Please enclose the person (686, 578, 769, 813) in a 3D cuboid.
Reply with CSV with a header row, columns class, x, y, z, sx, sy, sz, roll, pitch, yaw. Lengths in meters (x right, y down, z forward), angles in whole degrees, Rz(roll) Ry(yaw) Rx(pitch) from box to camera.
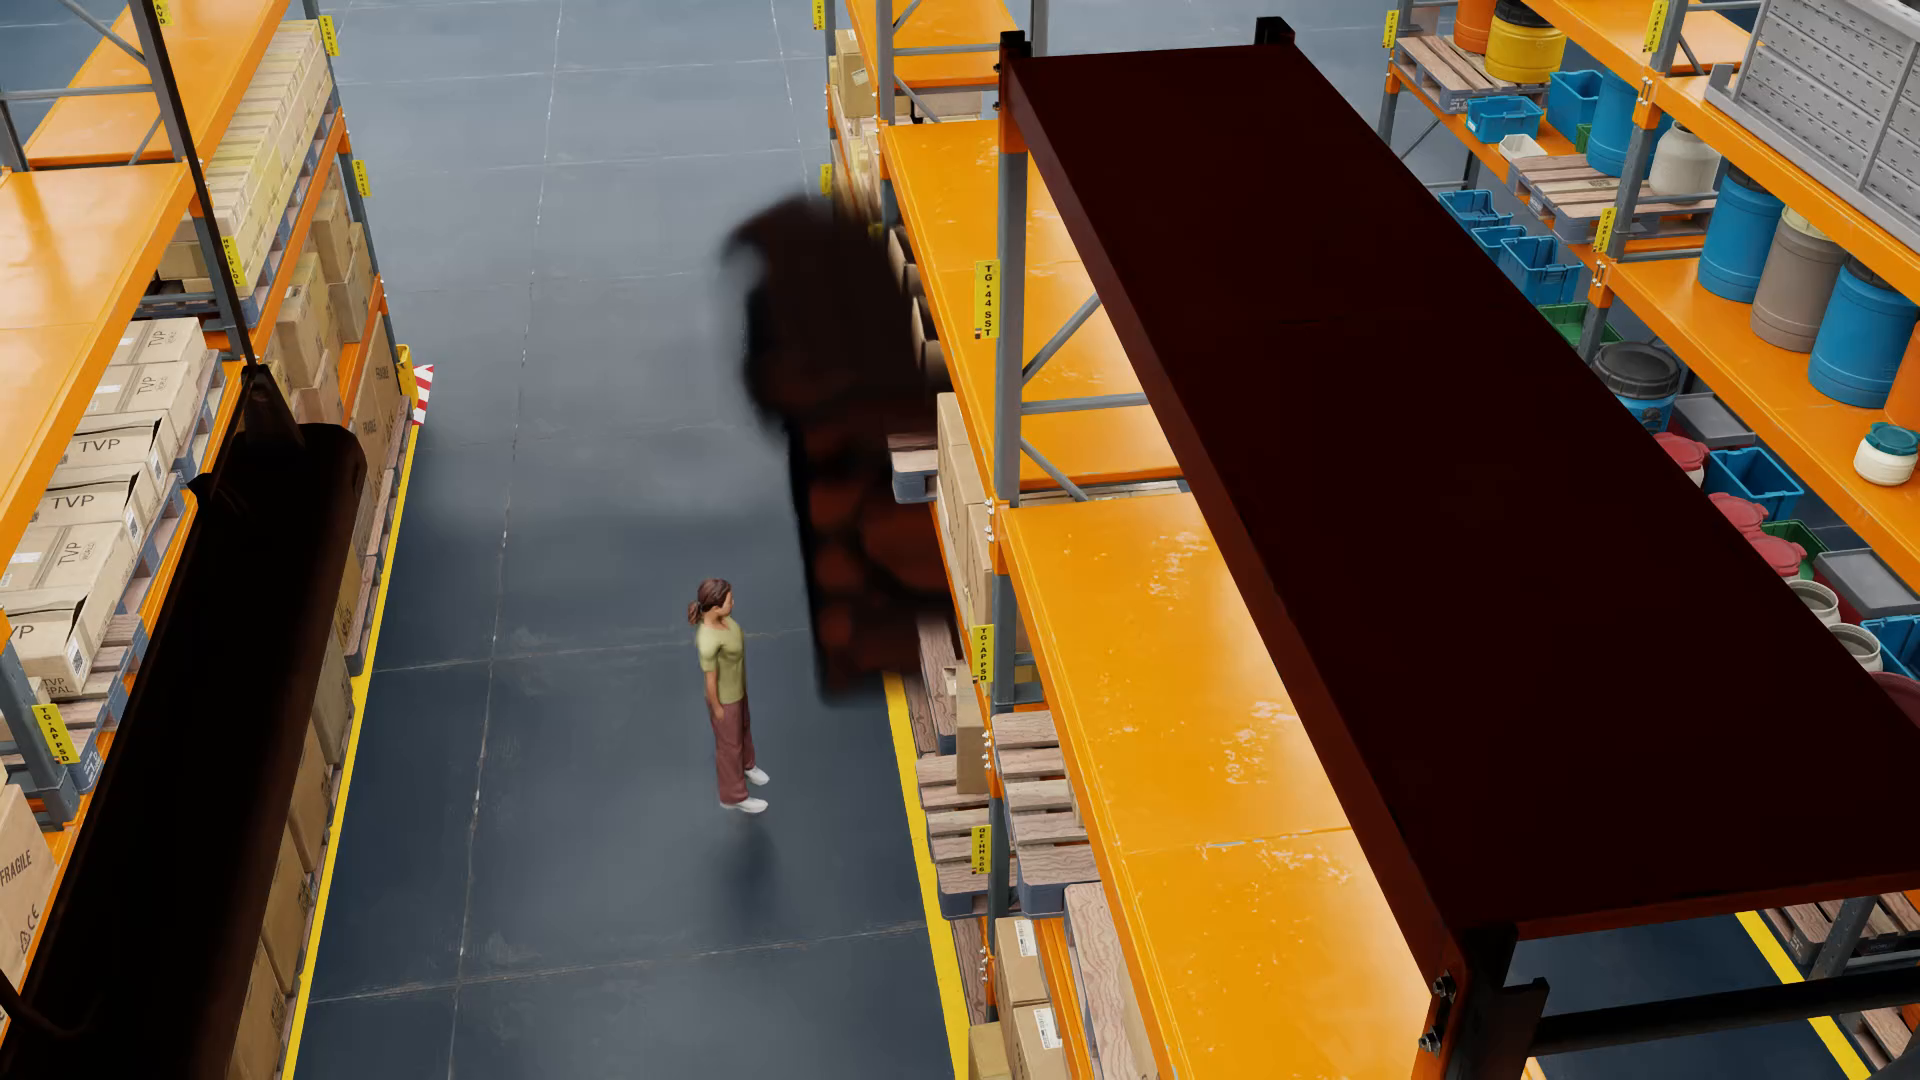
class,x,y,z,sx,sy,sz,roll,pitch,yaw
person,-1.437,0.928,10.278,0.413,1.683,0.465,-1,36,-1
